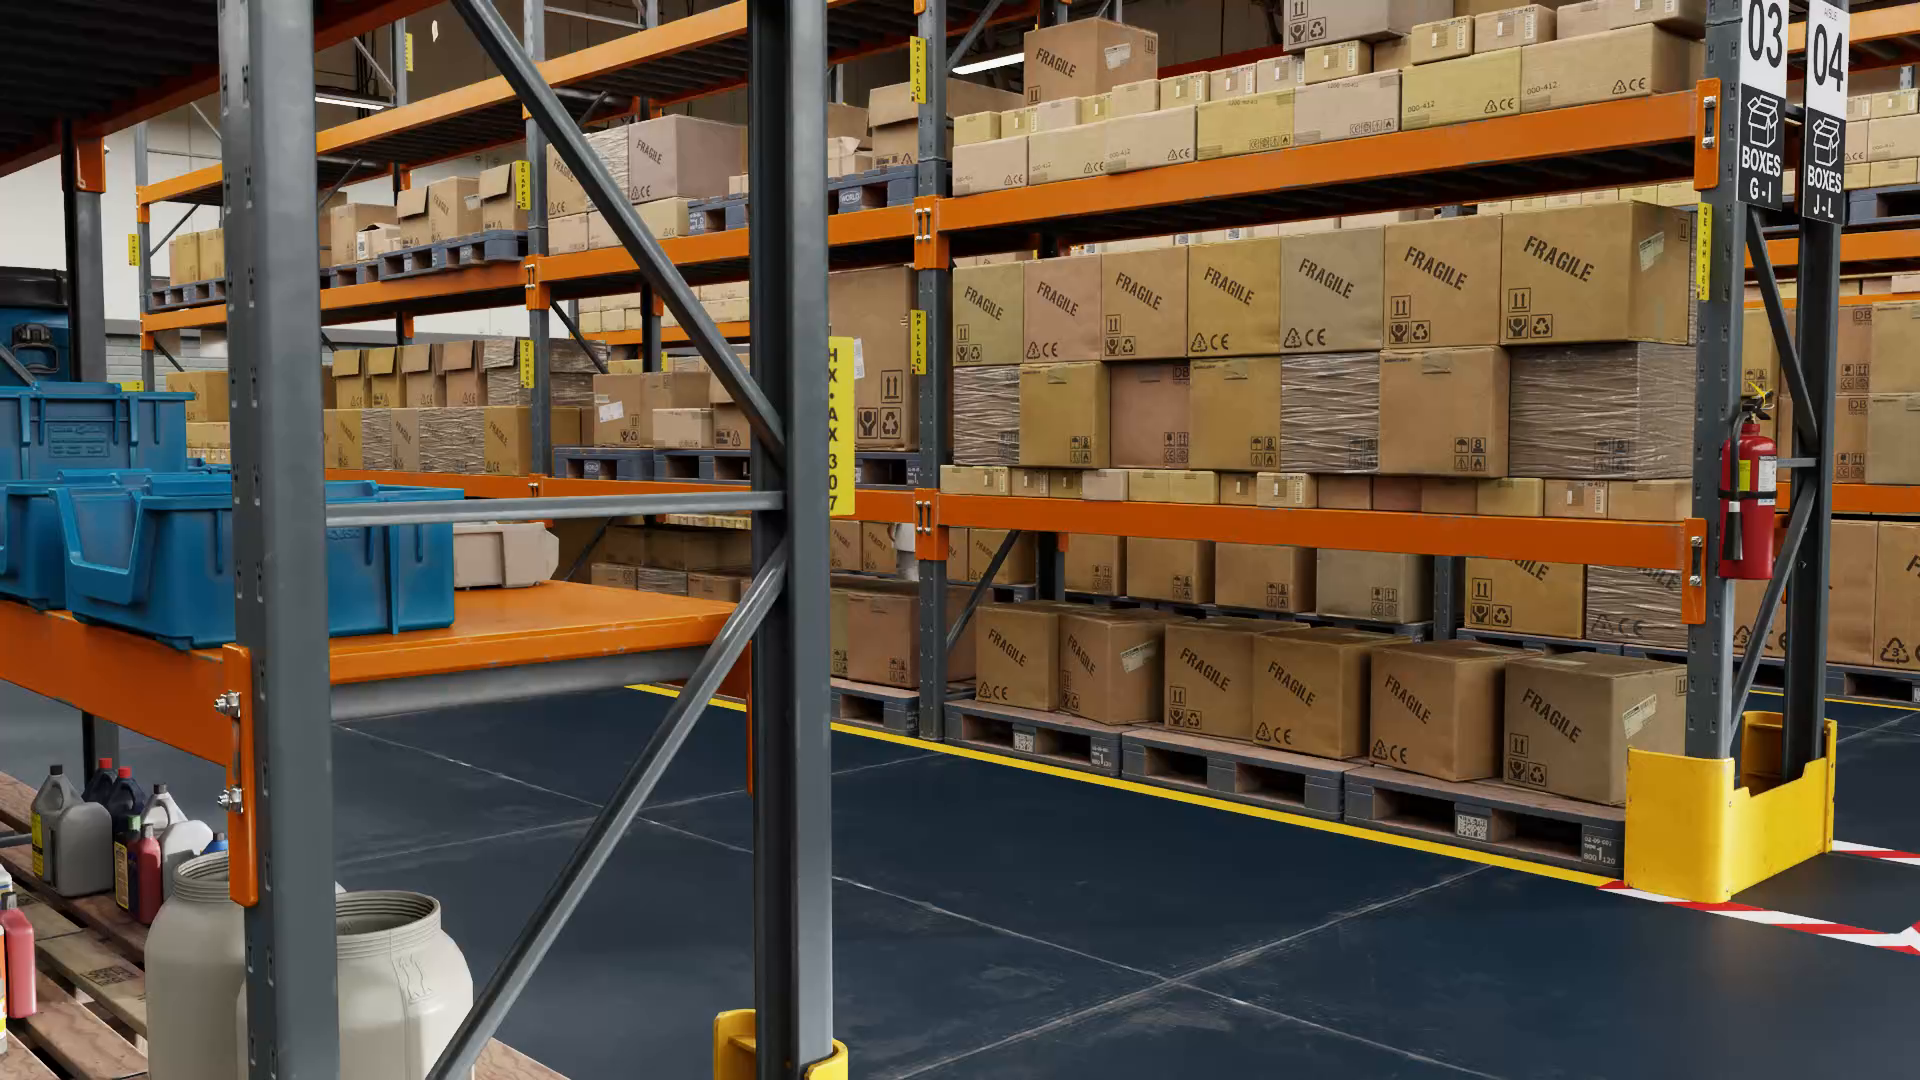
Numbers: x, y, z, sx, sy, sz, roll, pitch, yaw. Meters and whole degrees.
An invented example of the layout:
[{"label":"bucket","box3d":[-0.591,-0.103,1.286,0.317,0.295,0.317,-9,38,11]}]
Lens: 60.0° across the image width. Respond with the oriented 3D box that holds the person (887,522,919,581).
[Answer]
[{"label":"person","box3d":[-0.333,-0.147,13.433,0.643,1.774,0.420,-4,5,-44]}]
